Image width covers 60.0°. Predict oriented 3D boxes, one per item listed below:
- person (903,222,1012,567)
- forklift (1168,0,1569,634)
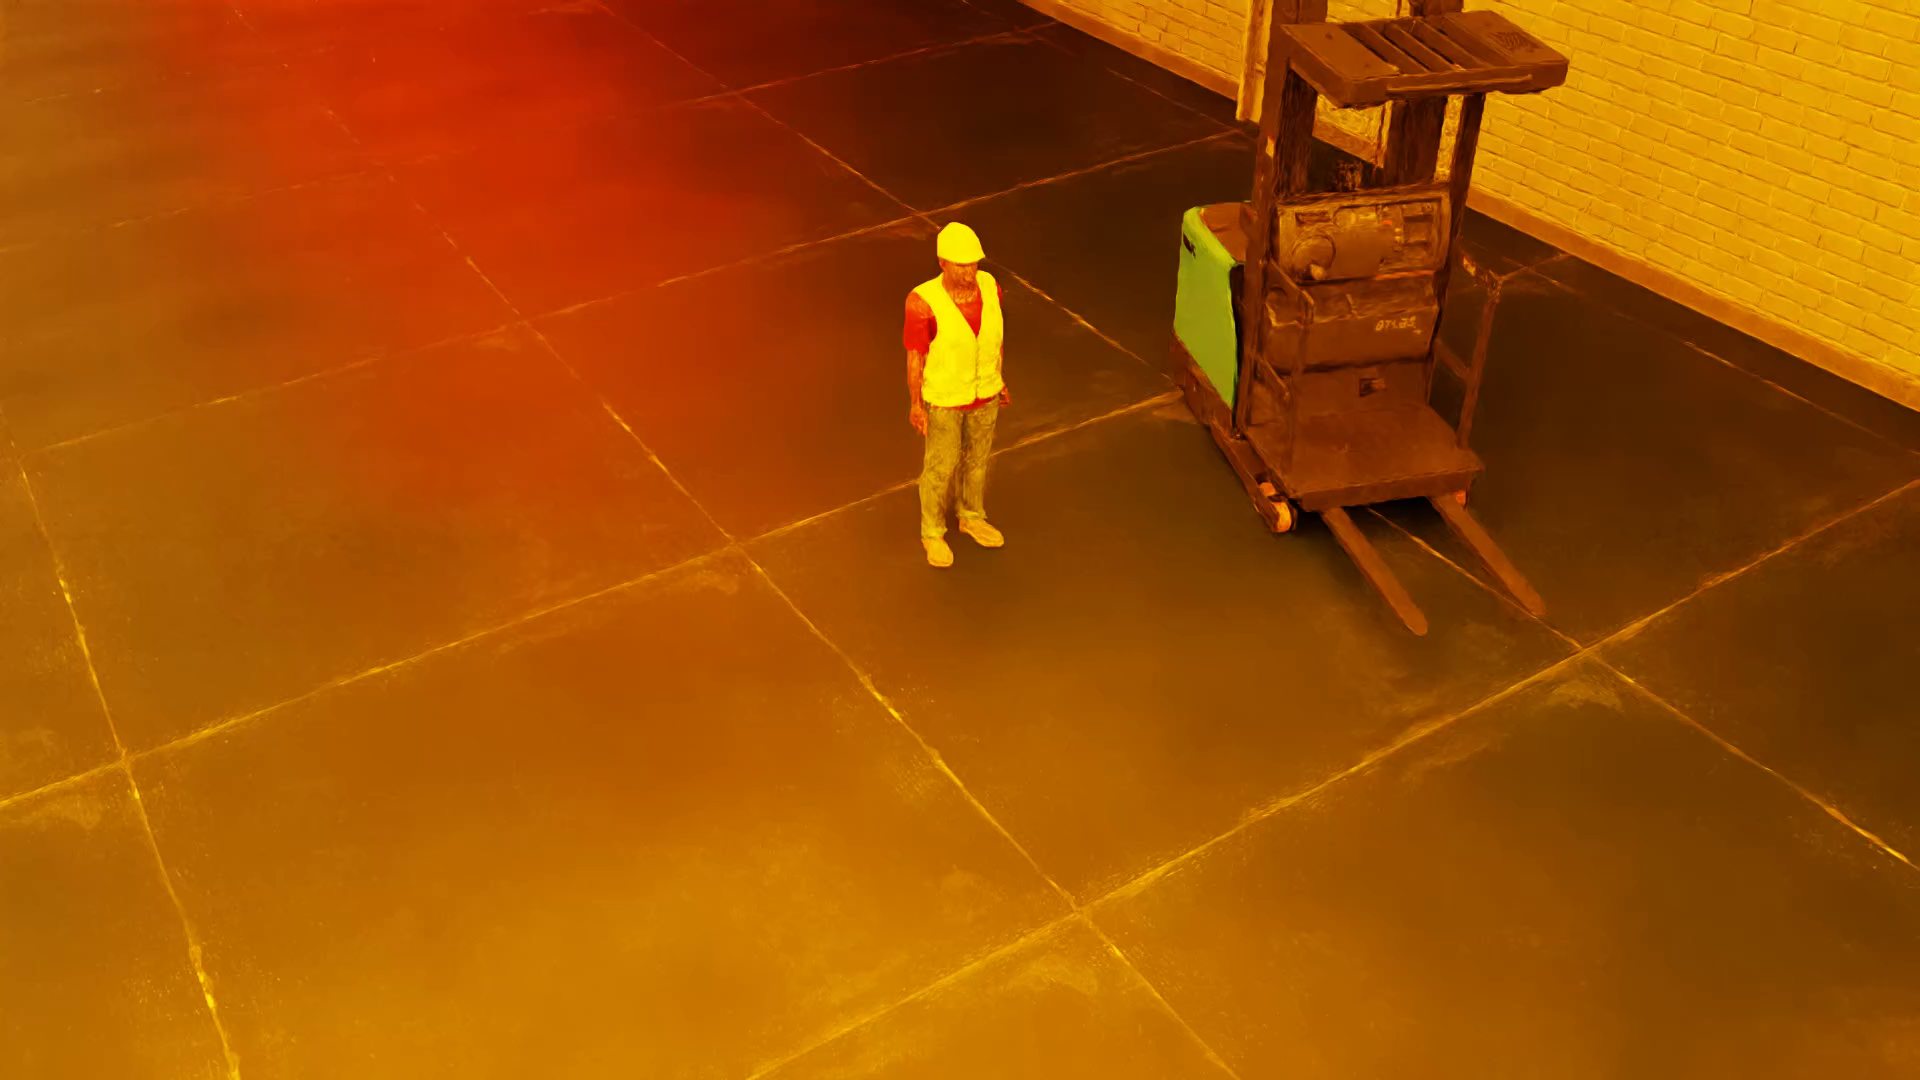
[{"bbox_3d":[0.008,-0.718,8.181,0.559,1.771,0.367,-21,40,-27],"label":"person"},{"bbox_3d":[2.096,-1.476,8.248,1.130,2.935,3.031,-8,36,-11],"label":"forklift"}]
